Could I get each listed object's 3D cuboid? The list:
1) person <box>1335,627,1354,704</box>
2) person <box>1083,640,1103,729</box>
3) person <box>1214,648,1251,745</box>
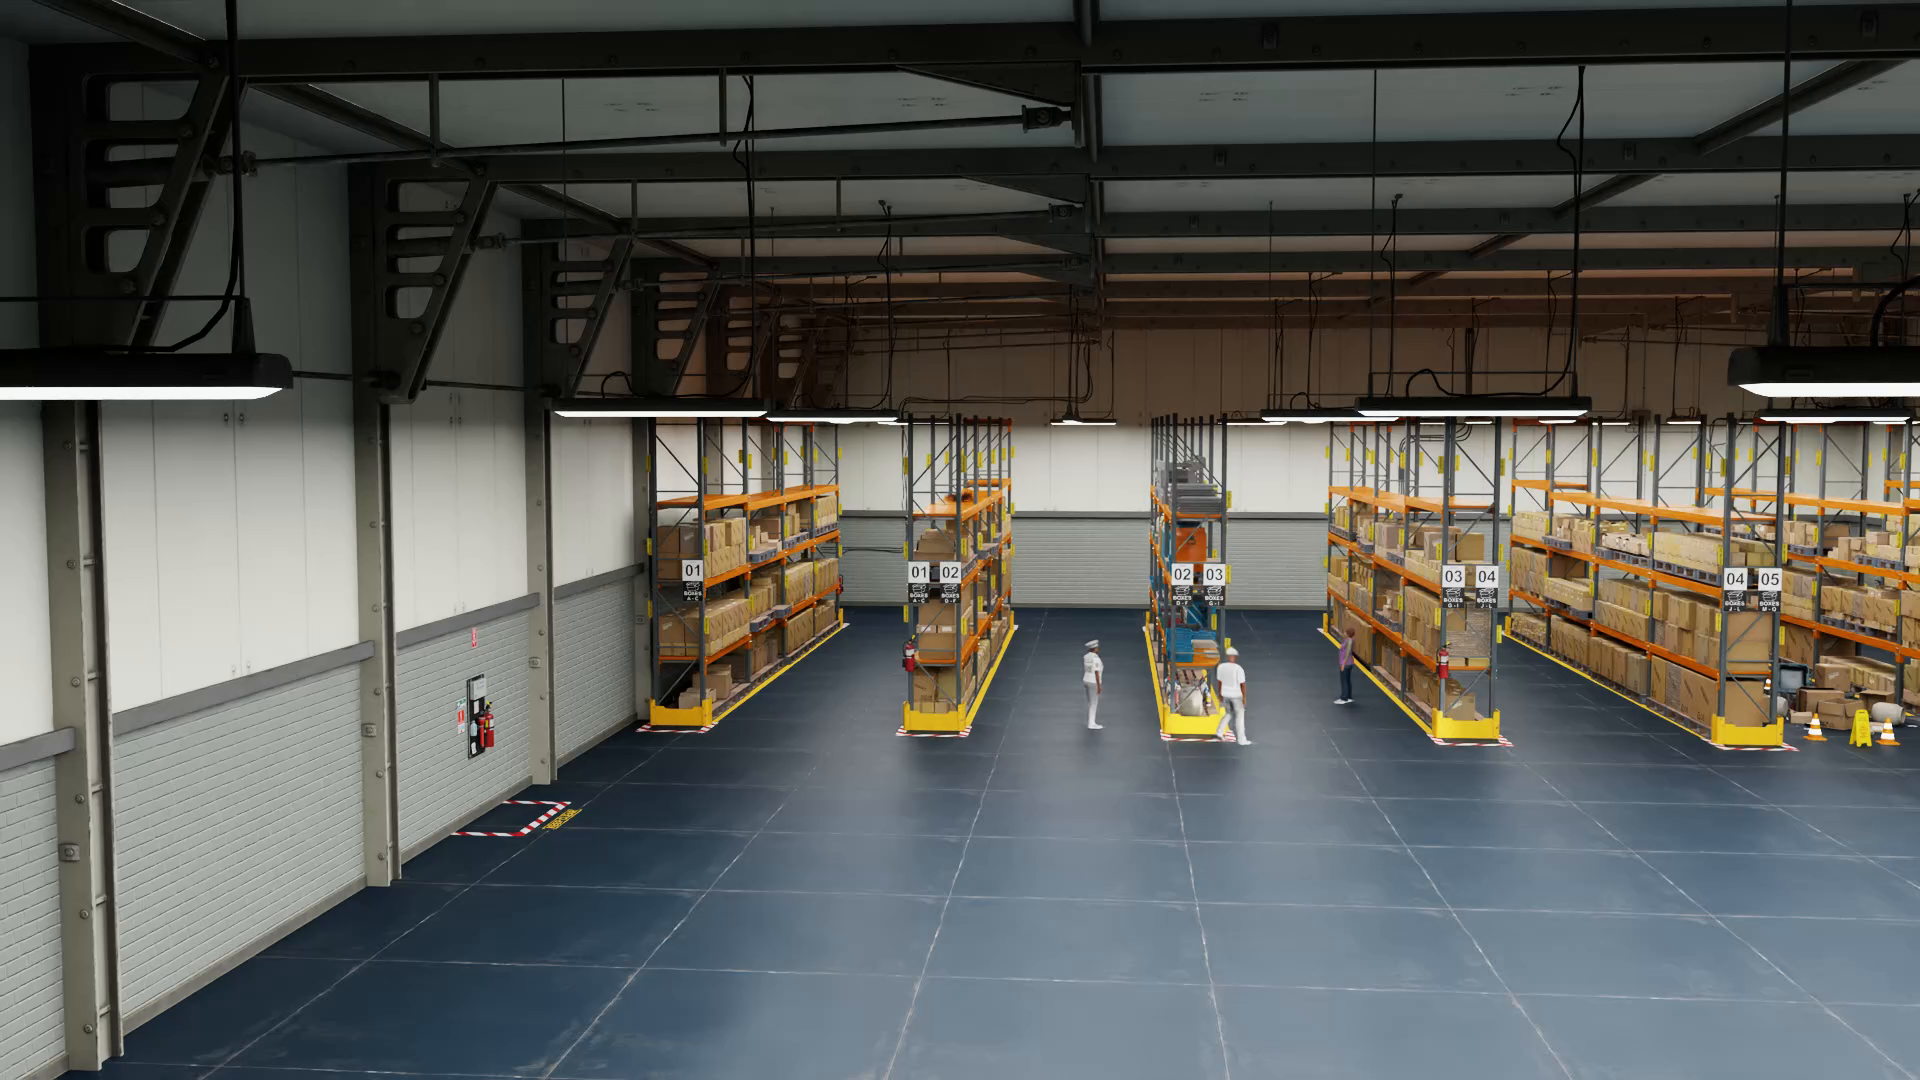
[{"bbox_3d":[8.000,2.604,34.551,0.371,1.601,0.478,2,4,24],"label":"person"},{"bbox_3d":[2.567,2.771,31.736,0.398,1.729,0.508,-1,4,-21],"label":"person"},{"bbox_3d":[4.951,2.827,30.089,0.630,1.776,0.607,4,5,44],"label":"person"}]
